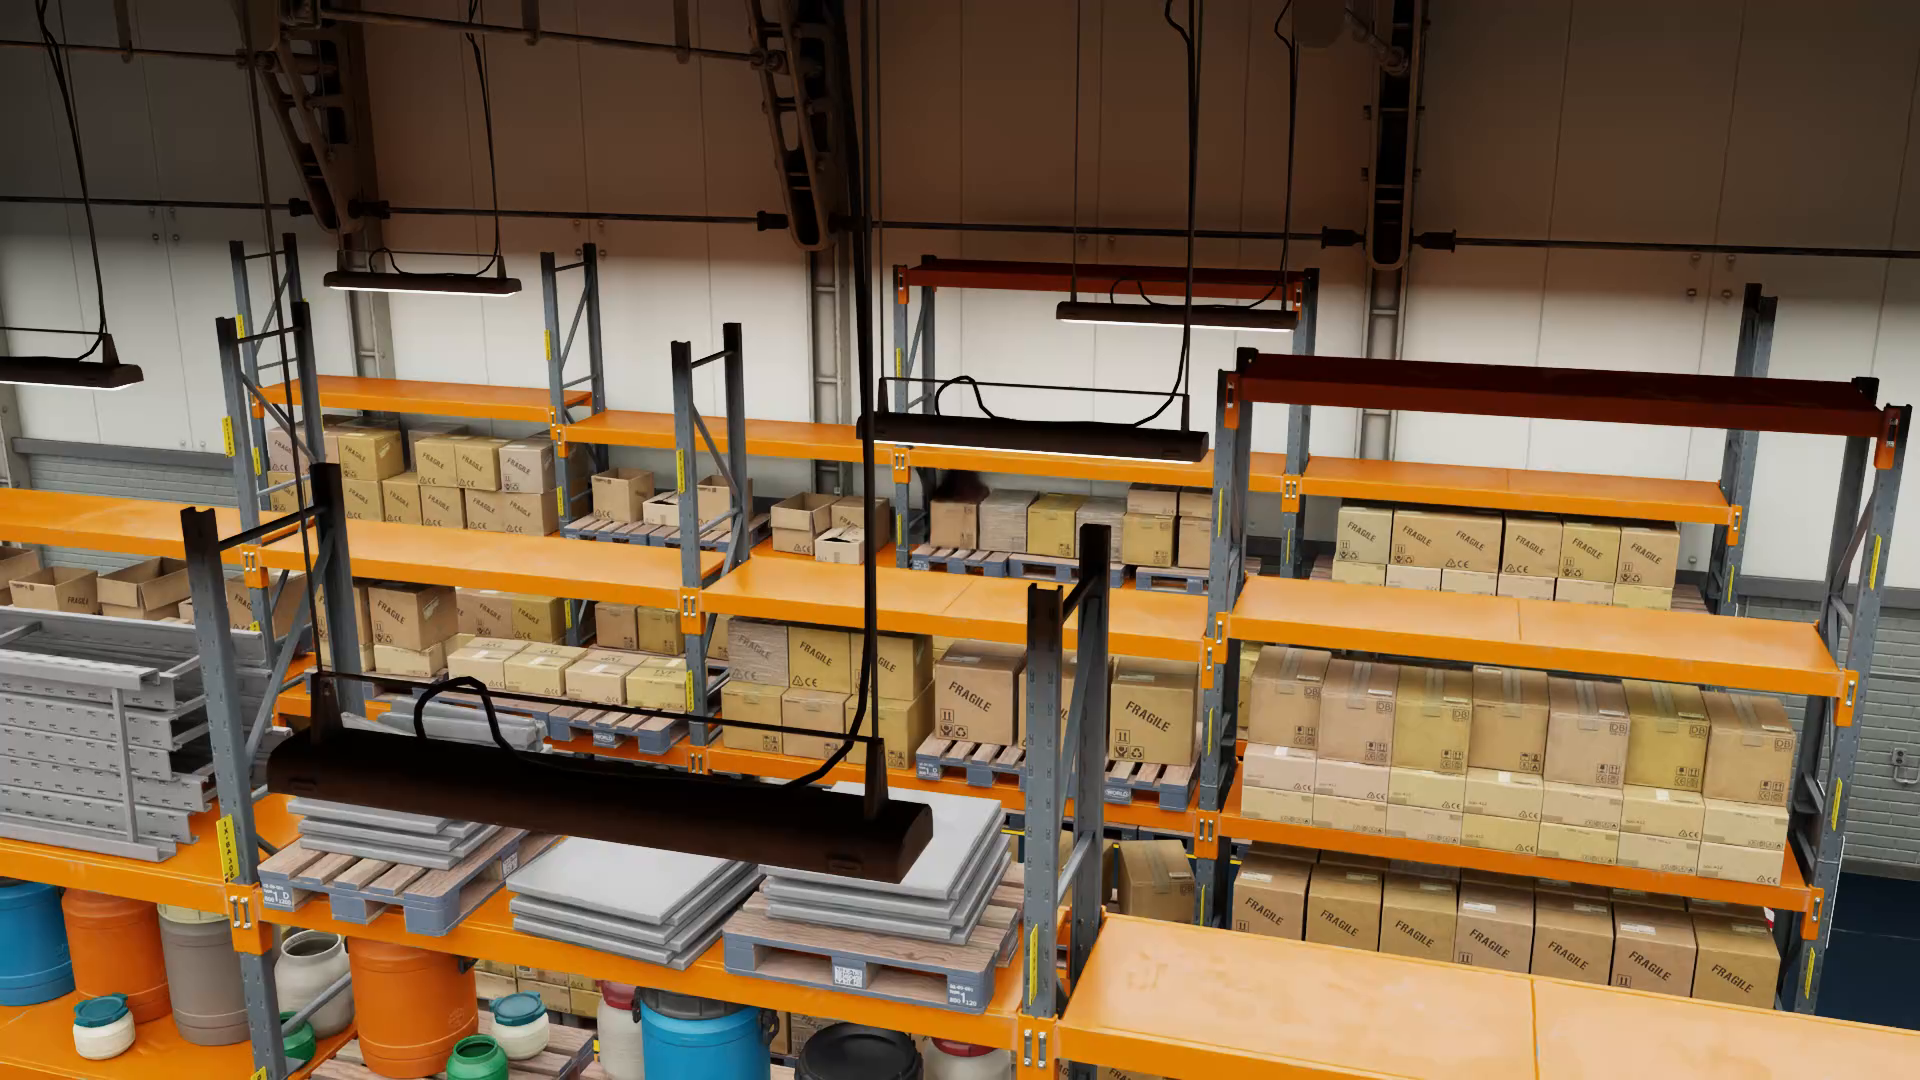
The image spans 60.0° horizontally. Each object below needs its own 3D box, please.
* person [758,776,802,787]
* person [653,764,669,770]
[{"bbox_3d":[-1.808,2.498,16.457,0.552,1.720,0.380,-2,16,-8],"label":"person"},{"bbox_3d":[-2.853,2.883,15.806,0.656,1.622,0.446,-4,17,-14],"label":"person"}]
